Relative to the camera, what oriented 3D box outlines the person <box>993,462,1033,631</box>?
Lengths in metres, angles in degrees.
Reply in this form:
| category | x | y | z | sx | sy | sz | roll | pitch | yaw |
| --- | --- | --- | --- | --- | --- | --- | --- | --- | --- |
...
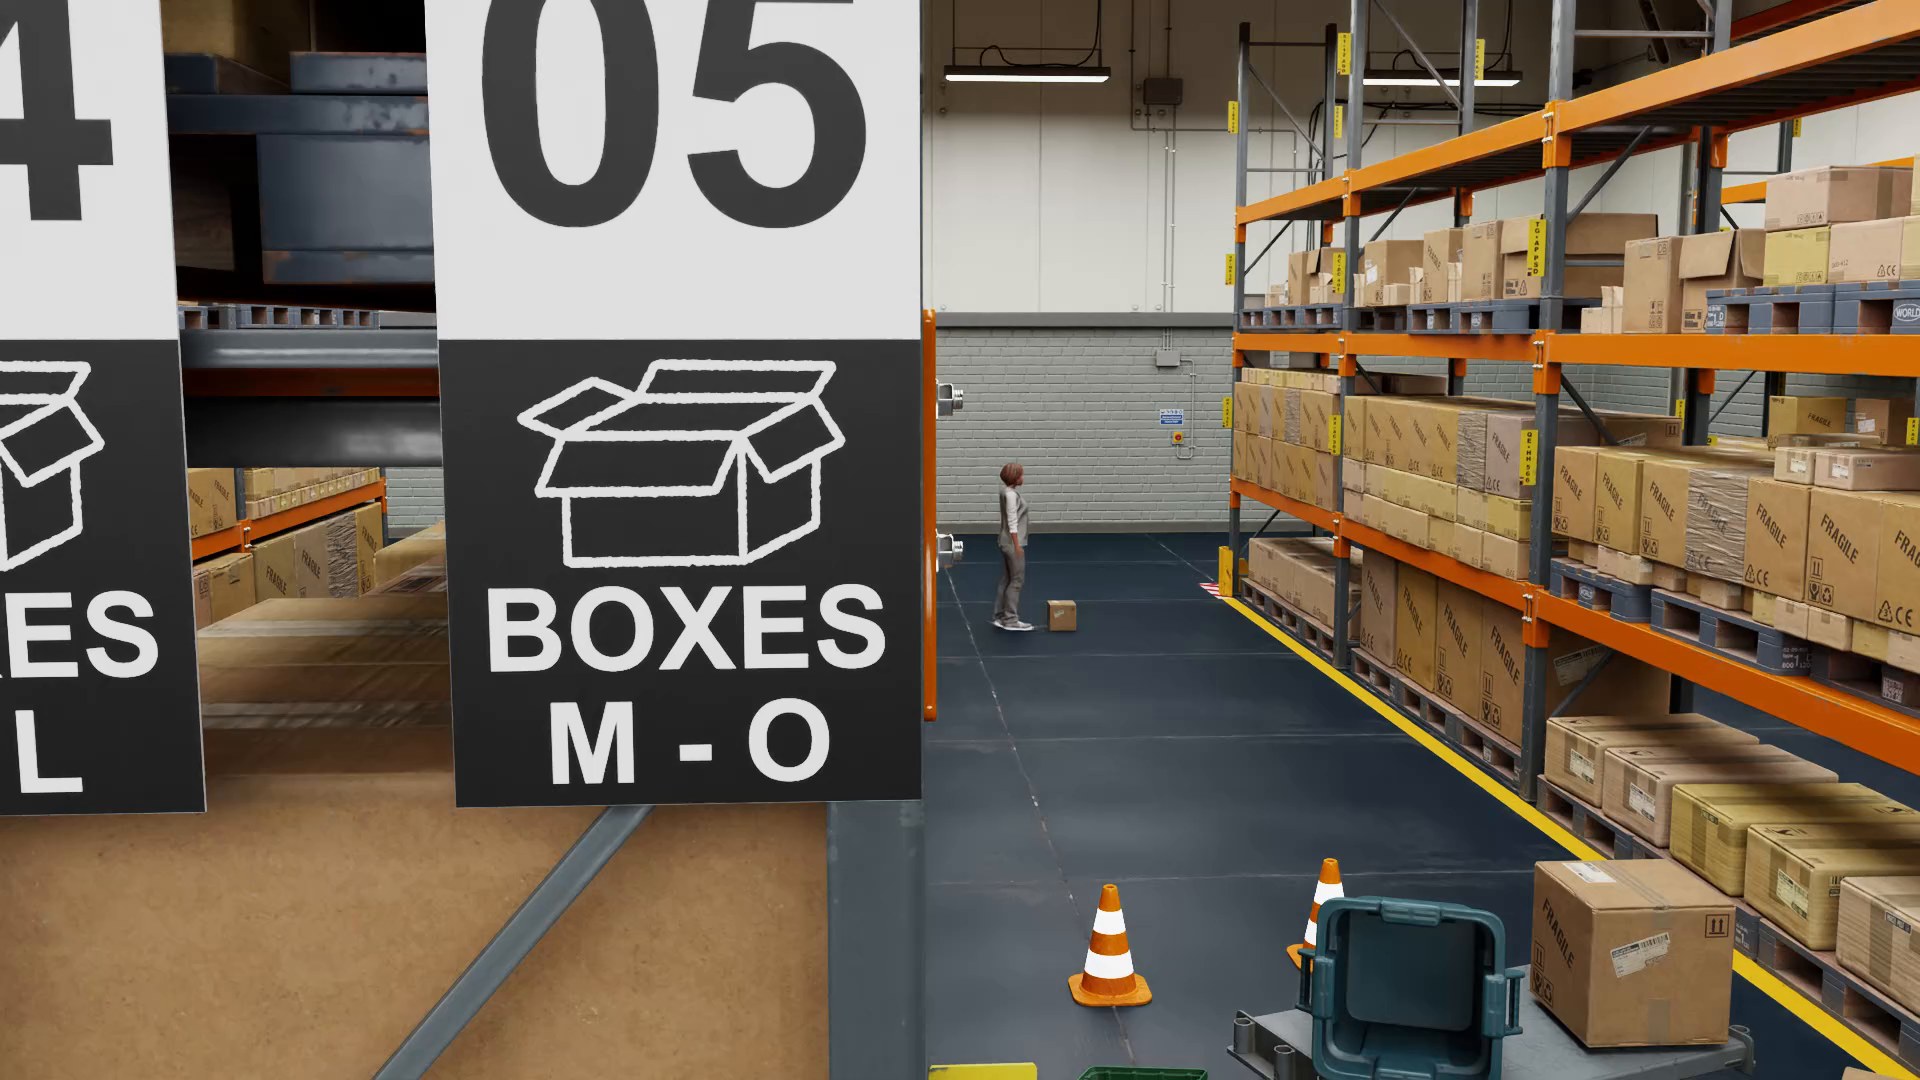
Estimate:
| category | x | y | z | sx | sy | sz | roll | pitch | yaw |
| --- | --- | --- | --- | --- | --- | --- | --- | --- | --- |
| person | 0.502 | 0.080 | 15.816 | 0.369 | 1.609 | 0.409 | 0 | 7 | -2 |
